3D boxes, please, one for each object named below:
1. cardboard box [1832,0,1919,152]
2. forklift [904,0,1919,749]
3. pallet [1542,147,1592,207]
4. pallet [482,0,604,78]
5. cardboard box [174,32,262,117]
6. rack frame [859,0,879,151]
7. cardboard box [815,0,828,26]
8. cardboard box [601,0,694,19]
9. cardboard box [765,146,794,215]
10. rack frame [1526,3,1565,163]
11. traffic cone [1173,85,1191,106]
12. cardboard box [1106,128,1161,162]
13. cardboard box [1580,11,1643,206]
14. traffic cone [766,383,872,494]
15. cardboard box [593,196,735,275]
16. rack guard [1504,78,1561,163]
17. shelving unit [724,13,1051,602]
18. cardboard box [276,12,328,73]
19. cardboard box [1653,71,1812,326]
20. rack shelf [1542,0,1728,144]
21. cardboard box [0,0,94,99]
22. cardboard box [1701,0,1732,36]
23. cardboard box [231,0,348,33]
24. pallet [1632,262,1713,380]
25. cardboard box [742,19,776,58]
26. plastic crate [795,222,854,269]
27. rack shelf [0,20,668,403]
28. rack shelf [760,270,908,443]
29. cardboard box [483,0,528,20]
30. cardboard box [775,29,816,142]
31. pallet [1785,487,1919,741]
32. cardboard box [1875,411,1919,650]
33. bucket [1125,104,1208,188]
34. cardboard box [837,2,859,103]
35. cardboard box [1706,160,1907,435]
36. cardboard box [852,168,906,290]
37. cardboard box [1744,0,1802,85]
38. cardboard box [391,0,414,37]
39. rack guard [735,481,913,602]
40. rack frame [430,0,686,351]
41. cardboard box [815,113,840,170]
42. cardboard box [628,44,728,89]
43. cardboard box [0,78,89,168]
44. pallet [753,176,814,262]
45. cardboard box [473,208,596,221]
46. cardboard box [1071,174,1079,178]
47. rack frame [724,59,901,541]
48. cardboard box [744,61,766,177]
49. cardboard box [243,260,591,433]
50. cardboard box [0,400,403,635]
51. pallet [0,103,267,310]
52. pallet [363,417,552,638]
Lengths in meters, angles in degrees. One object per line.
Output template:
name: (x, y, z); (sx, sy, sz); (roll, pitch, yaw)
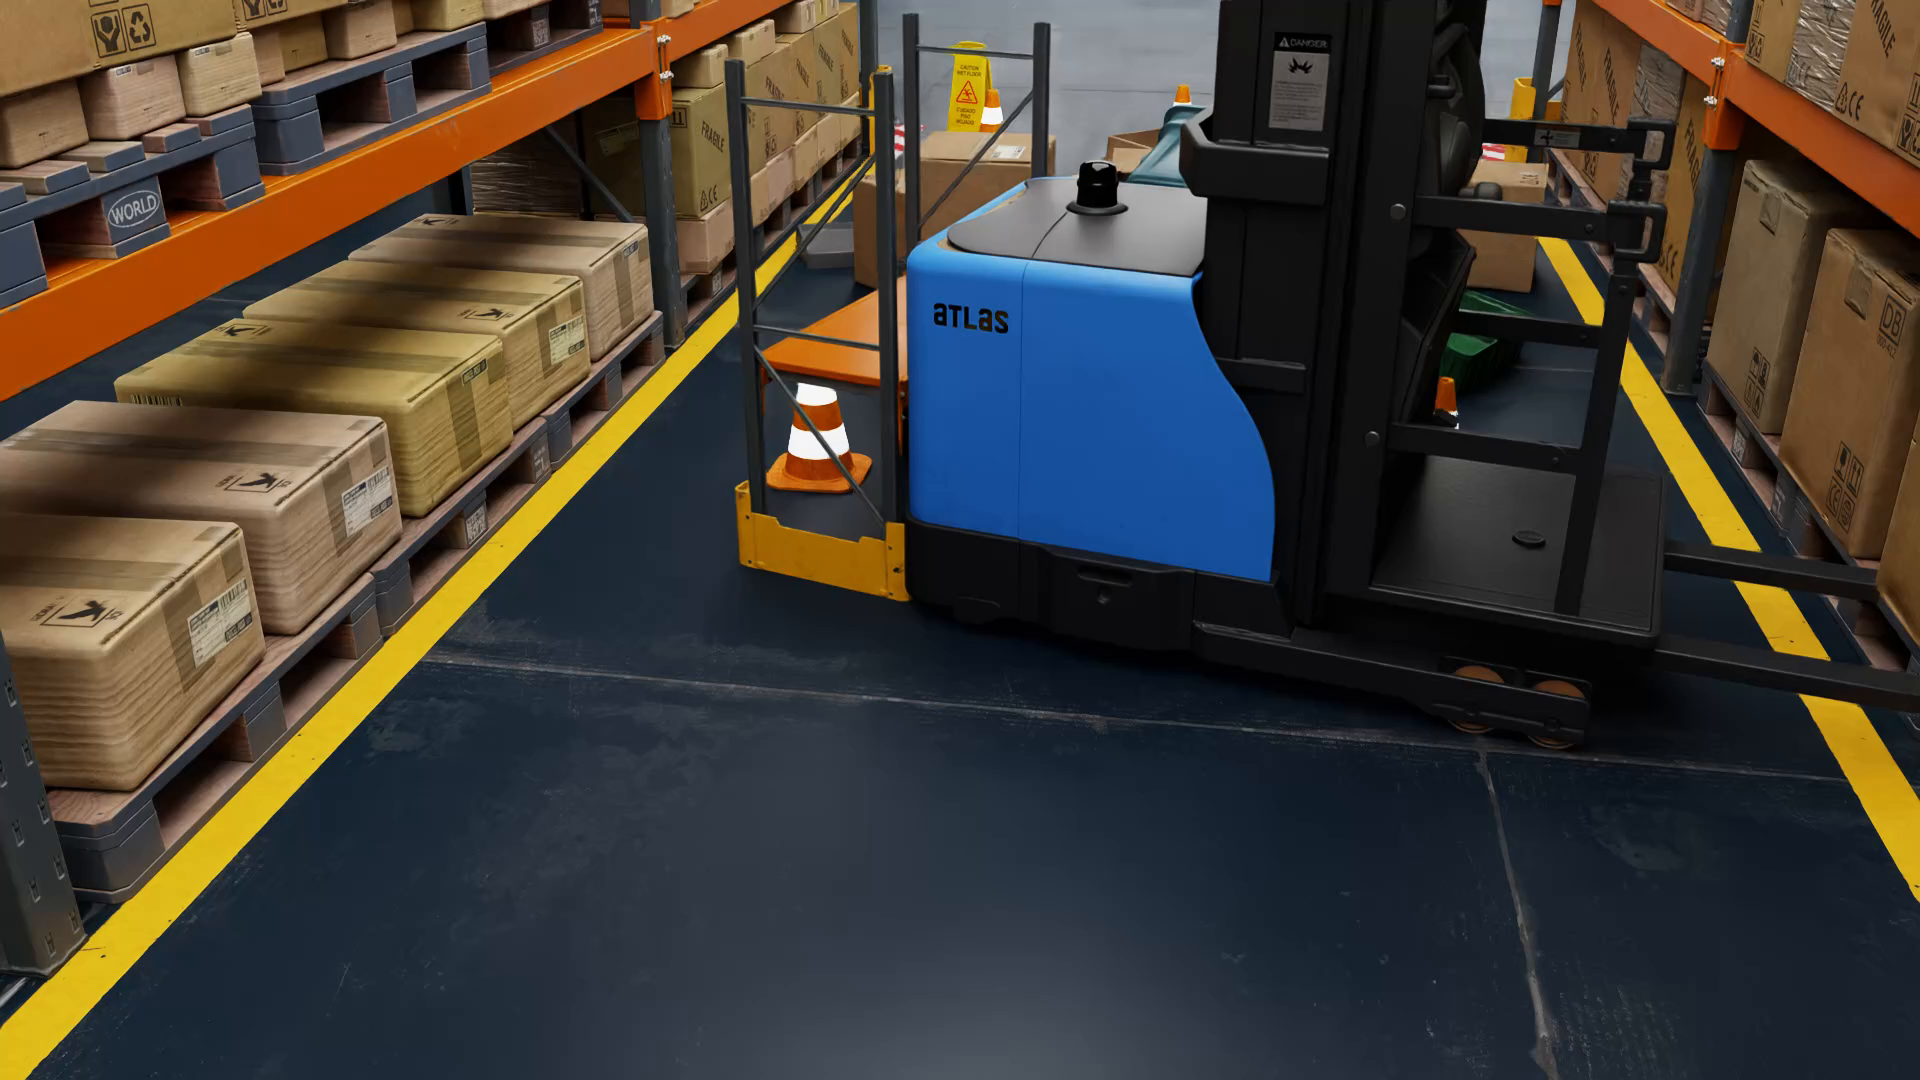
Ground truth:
cardboard box: (2.717, -1.328, 4.431); (0.500, 0.500, 0.500); (4, 25, 8)
forklift: (1.411, -1.063, 4.064); (3.031, 2.935, 1.130); (10, 27, 20)
pallet: (3.835, -1.974, 9.219); (1.003, 0.211, 1.213); (4, 25, 9)
pallet: (-1.933, -1.809, 5.802); (1.003, 0.211, 1.213); (4, 25, 9)
cardboard box: (-1.847, -1.072, 3.804); (0.380, 0.149, 0.250); (4, 25, 9)
rack frame: (-1.011, -3.878, 9.996); (1.000, 3.000, 0.127); (4, 25, 9)
cardboard box: (-0.923, -2.840, 8.877); (0.380, 0.149, 0.250); (4, 25, 9)
cardboard box: (-1.297, -2.201, 6.710); (0.380, 0.149, 0.250); (4, 25, 8)
cardboard box: (-1.142, -1.824, 8.357); (0.500, 0.250, 0.500); (4, 25, 8)
rack frame: (3.889, -3.577, 9.354); (1.000, 3.000, 0.127); (4, 25, 9)
traffic cone: (1.342, -2.525, 10.099); (0.336, 0.463, 0.334); (4, 25, 9)
cardboard box: (1.199, -1.837, 8.582); (0.797, 0.503, 0.637); (-14, 29, -27)
cardboard box: (3.701, -2.149, 8.313); (0.875, 0.875, 0.875); (4, 25, 8)
traffic cone: (-0.487, -0.440, 5.645); (0.336, 0.463, 0.334); (4, 25, 9)
cardboard box: (-1.302, -1.378, 7.404); (0.500, 0.250, 0.500); (3, 25, 6)
rack guard: (3.893, -2.455, 9.905); (1.175, 0.500, 0.348); (4, 25, 9)
shelving unit: (-0.181, -0.755, 5.095); (0.587, 1.500, 1.083); (12, 28, 24)
cardboard box: (-1.877, -1.299, 4.289); (0.380, 0.149, 0.250); (5, 26, 11)
cardboard box: (3.407, -1.390, 6.693); (0.875, 0.875, 0.875); (4, 25, 9)
rack shelf: (3.562, -2.415, 7.720); (1.077, 0.370, 4.000); (4, 25, 9)
cardboard box: (-2.017, -1.074, 3.043); (0.500, 0.500, 0.500); (3, 25, 7)
cardboard box: (3.283, -2.127, 6.080); (0.875, 0.550, 0.550); (4, 25, 9)
cardboard box: (-1.858, -1.515, 3.985); (0.500, 0.500, 0.500); (4, 25, 9)
pallet: (3.436, -0.954, 7.039); (1.003, 0.211, 1.213); (4, 25, 9)
cardboard box: (-1.099, -2.387, 7.910); (0.380, 0.149, 0.250); (5, 26, 12)
plastic crate: (-0.599, -1.482, 8.323); (0.402, 0.080, 0.583); (-5, 25, -10)
rack shelf: (-1.992, -1.043, 4.788); (1.077, 0.370, 4.000); (4, 25, 9)
rack shelf: (-0.177, -0.596, 5.178); (0.538, 0.185, 1.000); (12, 28, 24)
cardboard box: (-1.582, -1.721, 5.189); (0.380, 0.149, 0.250); (4, 25, 9)
cardboard box: (-1.056, -2.380, 8.660); (0.500, 0.500, 0.500); (3, 25, 7)
pallet: (2.986, 0.198, 4.577); (1.003, 0.211, 1.213); (4, 25, 9)
cardboard box: (2.909, -0.017, 3.906); (1.050, 0.750, 0.750); (4, 25, 9)
bucket: (0.983, -1.327, 6.615); (0.726, 0.611, 0.620); (13, 38, 26)
cardboard box: (-0.885, -2.809, 9.577); (0.500, 0.500, 0.500); (4, 25, 9)
cardboard box: (3.222, -0.810, 5.600); (1.050, 0.750, 0.750); (4, 25, 8)
cardboard box: (-0.148, -1.428, 7.708); (0.500, 0.500, 0.500); (-20, 32, -36)
cardboard box: (2.884, -1.748, 5.329); (0.500, 0.500, 0.500); (4, 25, 9)
cardboard box: (-1.802, -1.518, 4.756); (0.380, 0.149, 0.250); (3, 25, 7)
rack guard: (-0.401, 0.000, 4.955); (0.587, 0.250, 0.087); (12, 28, 24)
rack frame: (-1.665, -2.205, 6.422); (1.000, 3.000, 0.127); (4, 25, 9)
cardboard box: (-0.970, -2.250, 9.267); (0.500, 0.250, 0.500); (4, 25, 9)
cardboard box: (-1.223, -2.059, 7.210); (0.380, 0.149, 0.250); (4, 25, 9)
cardboard box: (-2.003, -0.847, 3.323); (0.380, 0.149, 0.250); (2, 25, 5)
pallet: (-1.393, -1.737, 8.712); (1.003, 0.211, 1.213); (4, 25, 9)
cardboard box: (-1.834, -1.416, 7.484); (0.500, 0.250, 0.500); (5, 26, 11)
cardboard box: (0.767, -1.899, 9.131); (0.380, 0.149, 0.250); (19, 31, 35)
rack frame: (-0.402, -0.565, 4.689); (0.500, 1.500, 0.032); (12, 28, 24)
cardboard box: (-1.226, -1.942, 7.725); (0.500, 0.500, 0.500); (5, 26, 11)
cardboard box: (-1.862, -0.685, 5.779); (0.950, 0.372, 0.625); (6, 26, 12)
cardboard box: (-2.104, -0.077, 4.480); (0.950, 0.372, 0.625); (4, 25, 8)
pallet: (-2.307, -0.751, 3.542); (1.213, 0.211, 1.003); (4, 25, 9)
pallet: (-1.988, -0.105, 5.224); (1.003, 0.211, 1.213); (4, 25, 9)
